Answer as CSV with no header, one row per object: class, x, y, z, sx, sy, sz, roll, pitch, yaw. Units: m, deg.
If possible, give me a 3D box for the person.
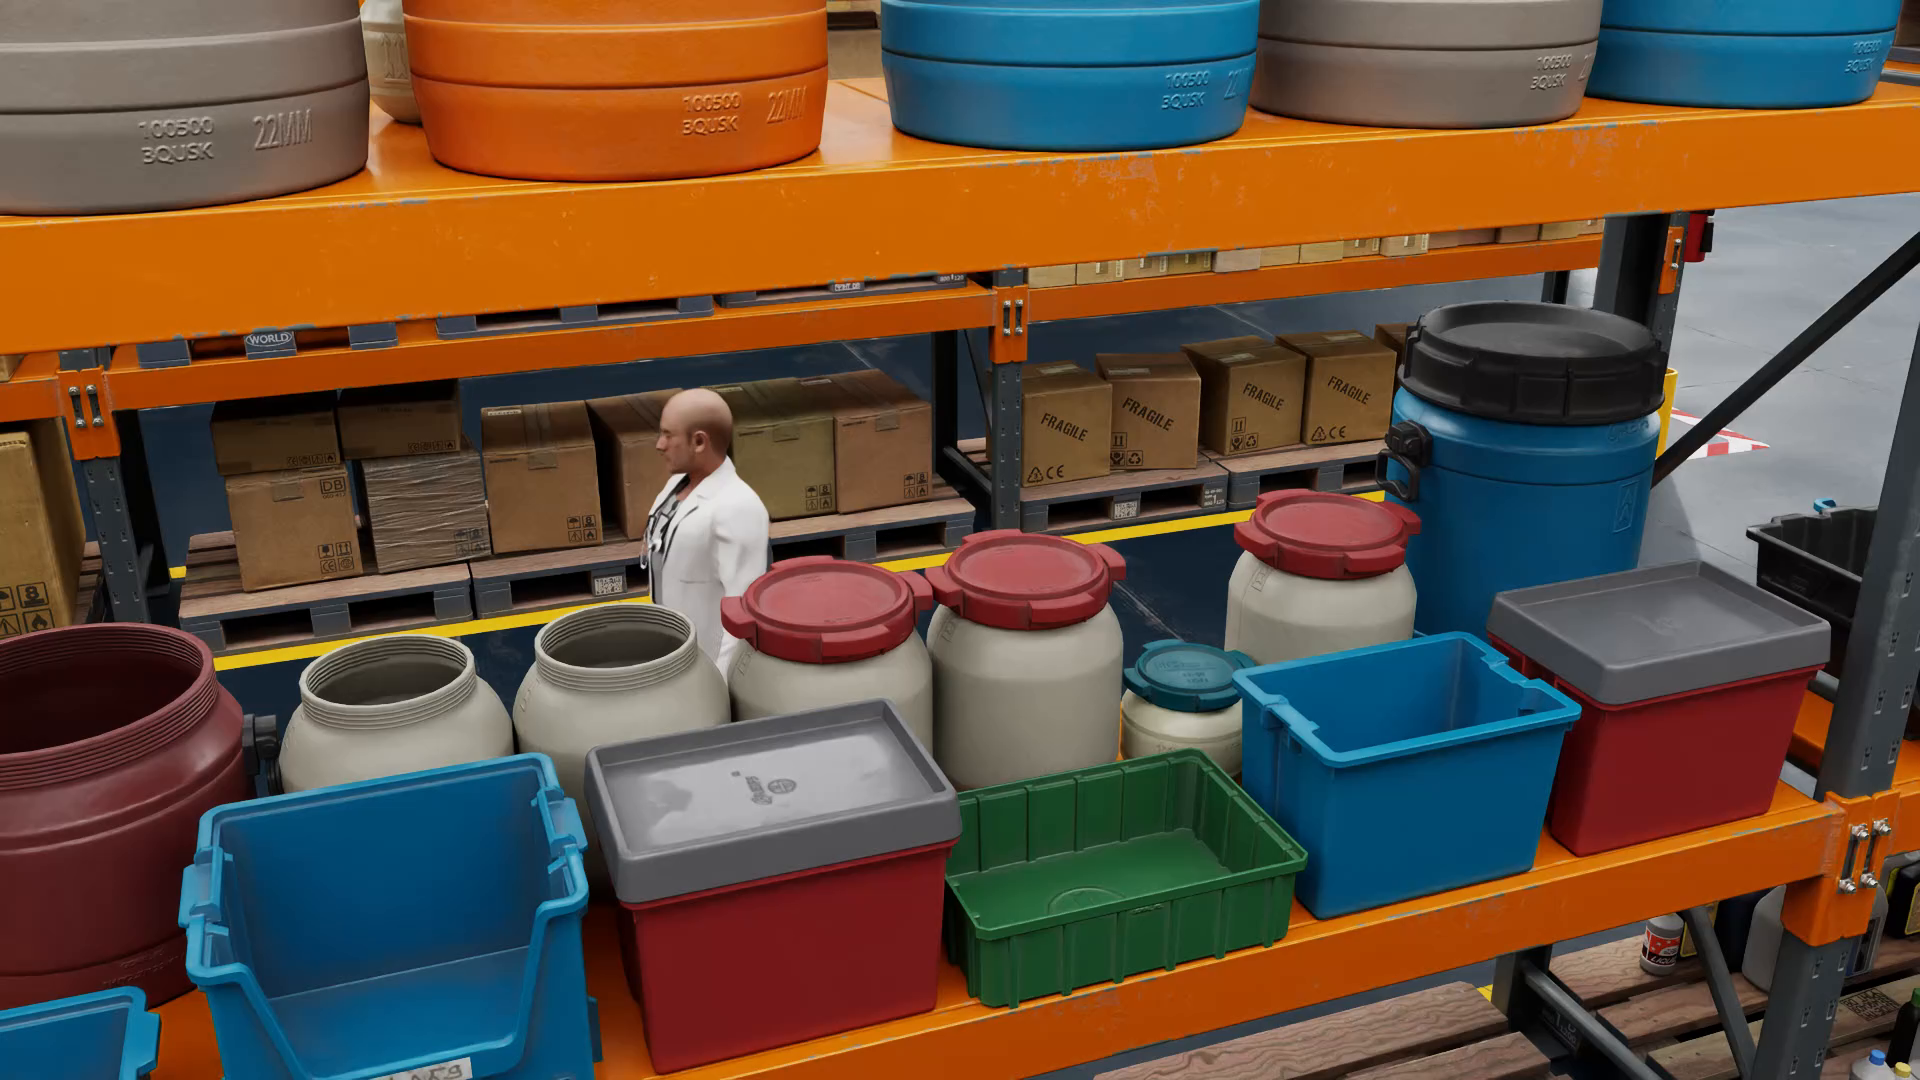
person,-0.860,0.428,5.050,0.691,1.767,0.657,-12,25,-27
